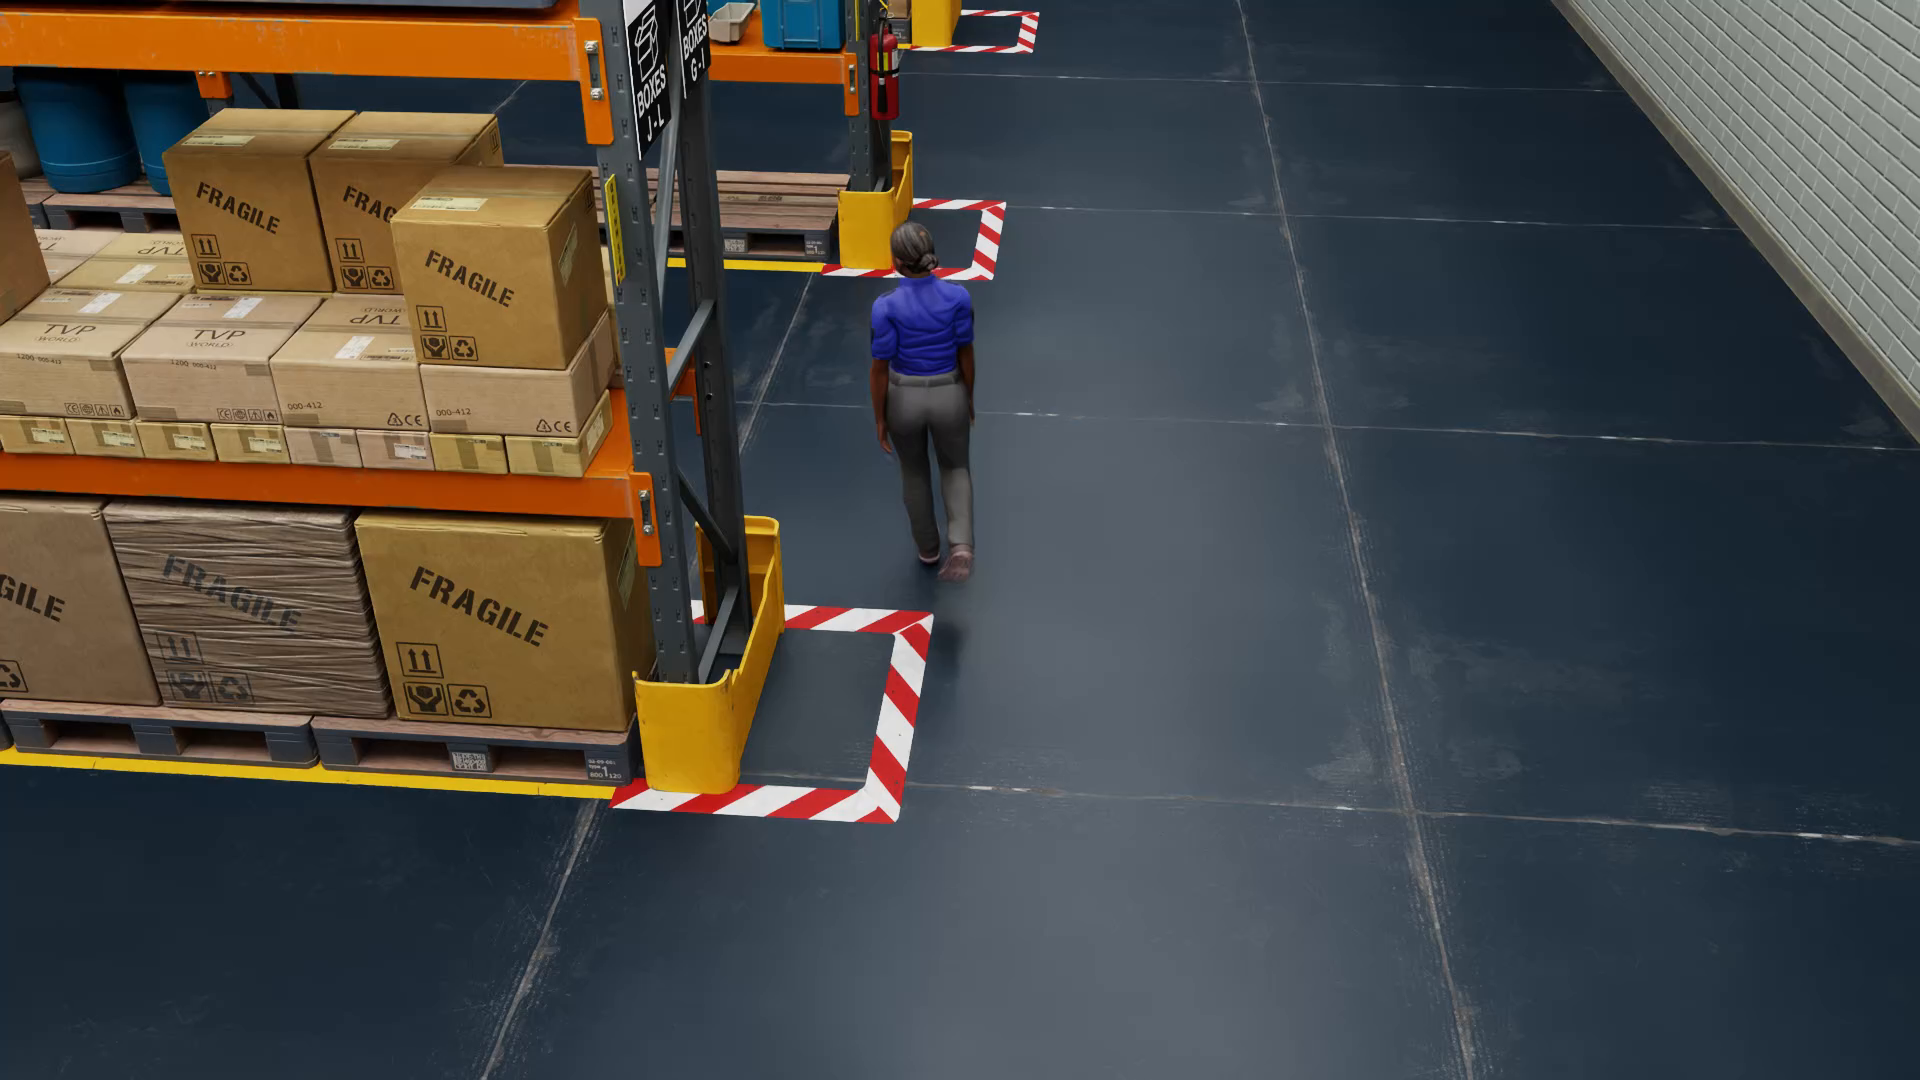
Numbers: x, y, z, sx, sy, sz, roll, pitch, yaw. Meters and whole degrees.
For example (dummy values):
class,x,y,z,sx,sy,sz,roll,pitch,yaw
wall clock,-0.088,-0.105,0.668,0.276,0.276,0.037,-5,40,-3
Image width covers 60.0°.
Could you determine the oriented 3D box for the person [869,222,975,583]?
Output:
class,x,y,z,sx,sy,sz,roll,pitch,yaw
person,-0.152,-0.552,6.997,0.453,1.632,0.695,-4,32,-6
